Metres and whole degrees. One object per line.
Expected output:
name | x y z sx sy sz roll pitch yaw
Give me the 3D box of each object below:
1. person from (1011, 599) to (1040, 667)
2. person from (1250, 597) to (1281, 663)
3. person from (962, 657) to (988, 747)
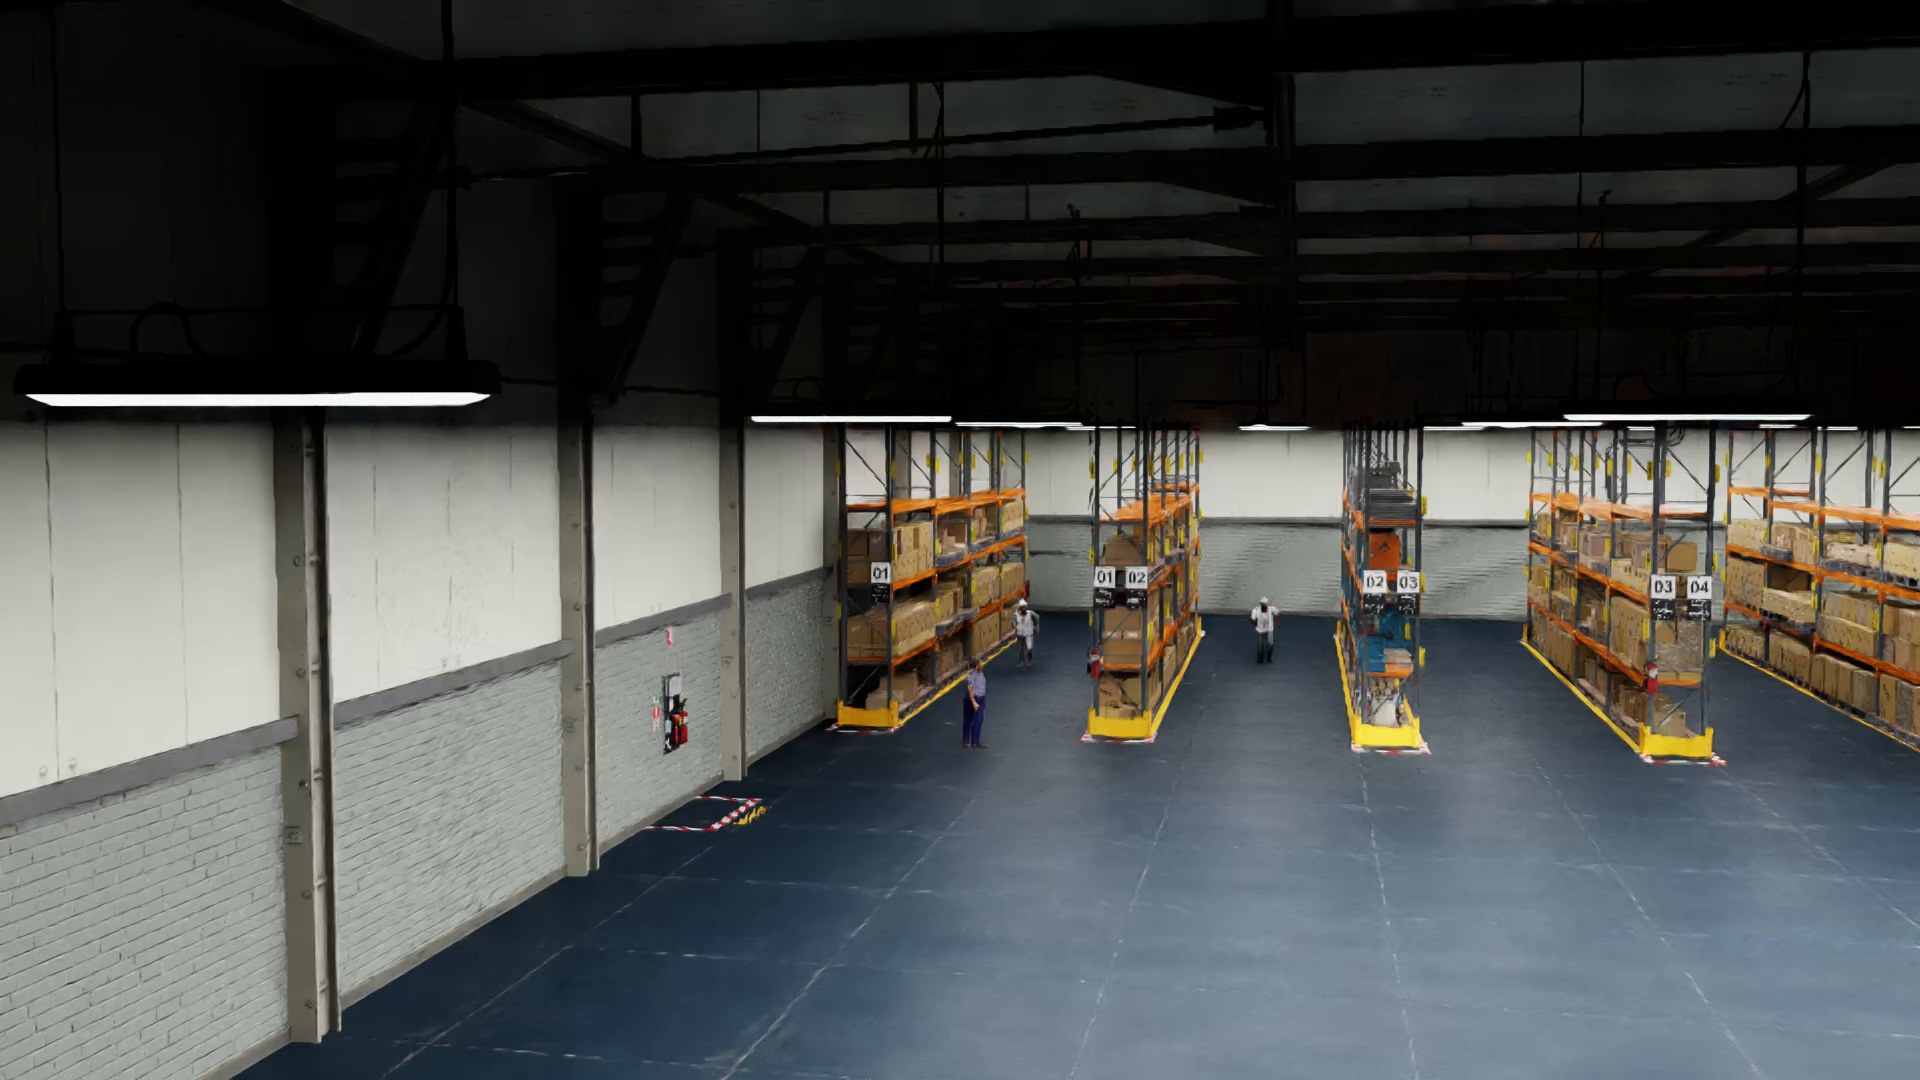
person | 1.572 2.265 40.334 0.654 1.695 0.878 1 4 16
person | 7.518 2.225 40.984 0.697 1.676 0.895 1 4 17
person | 0.241 2.943 30.231 0.477 1.647 0.479 3 5 38
